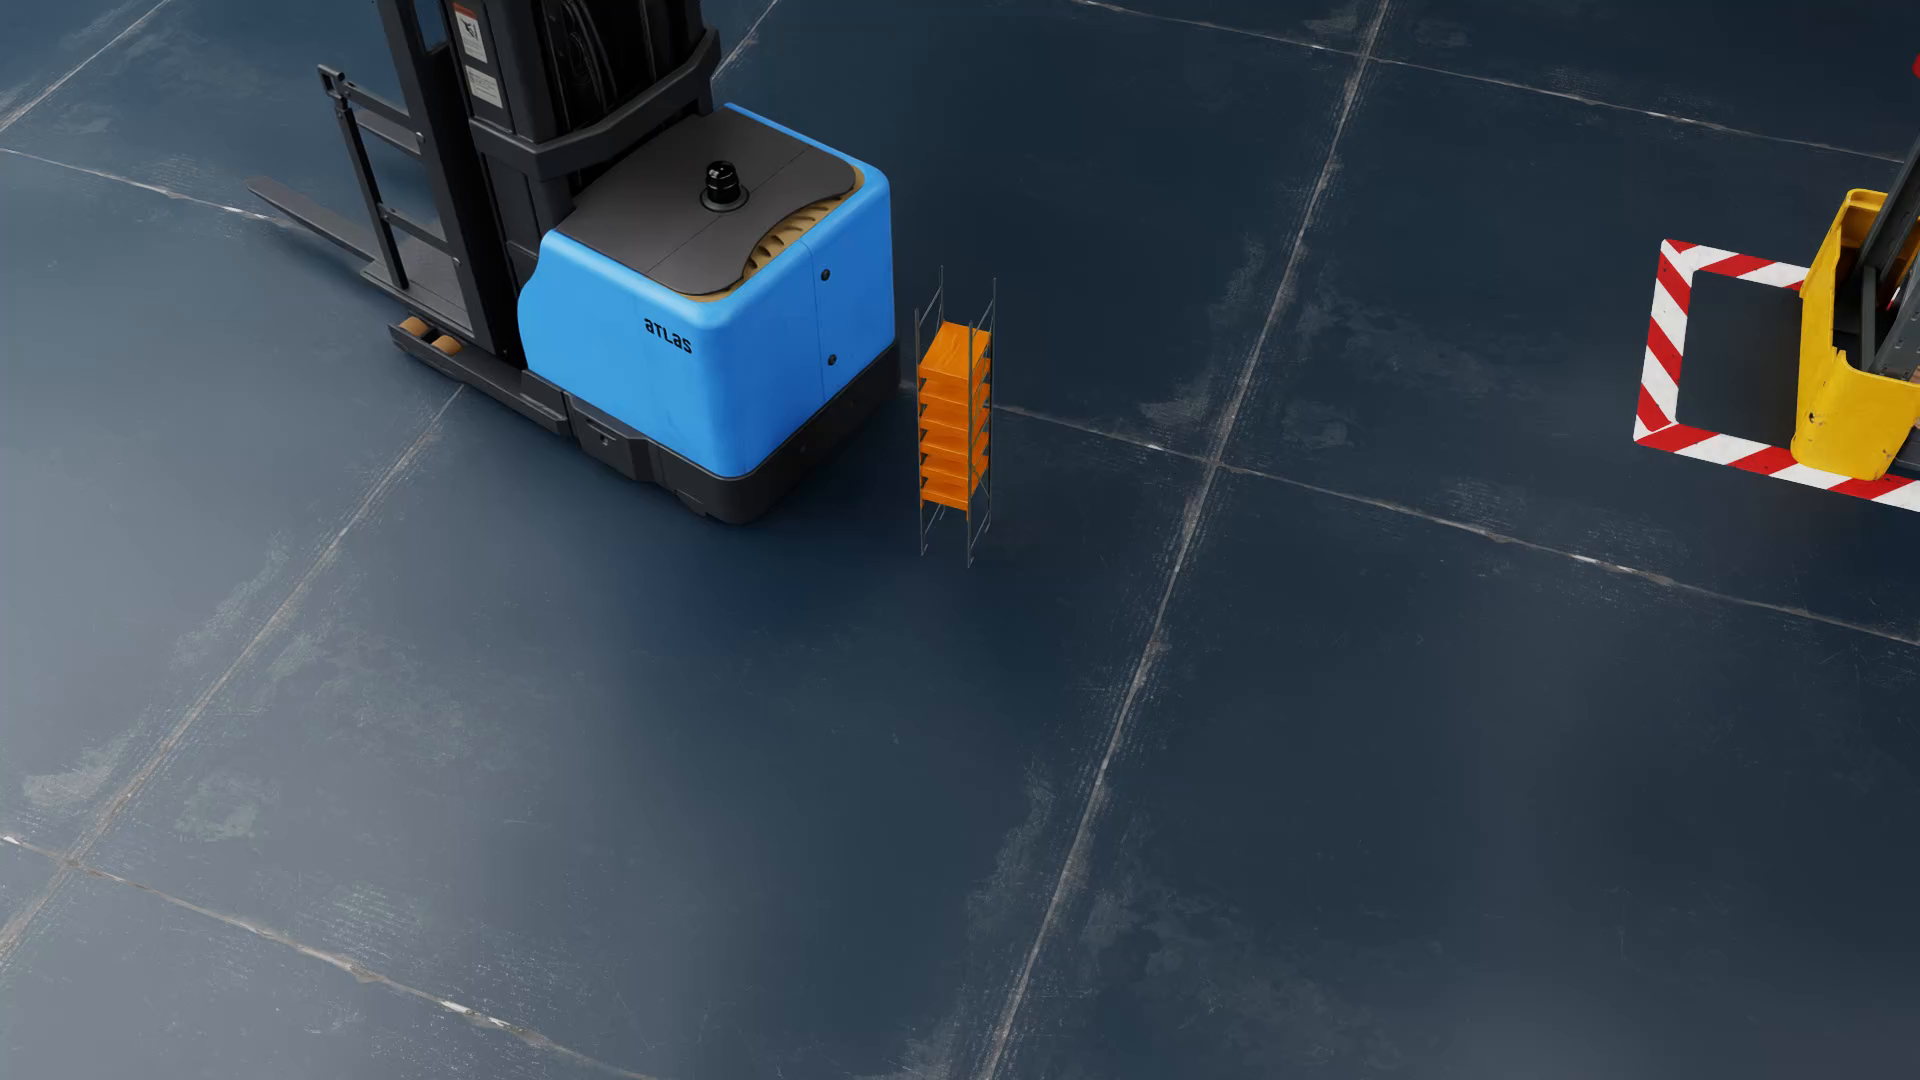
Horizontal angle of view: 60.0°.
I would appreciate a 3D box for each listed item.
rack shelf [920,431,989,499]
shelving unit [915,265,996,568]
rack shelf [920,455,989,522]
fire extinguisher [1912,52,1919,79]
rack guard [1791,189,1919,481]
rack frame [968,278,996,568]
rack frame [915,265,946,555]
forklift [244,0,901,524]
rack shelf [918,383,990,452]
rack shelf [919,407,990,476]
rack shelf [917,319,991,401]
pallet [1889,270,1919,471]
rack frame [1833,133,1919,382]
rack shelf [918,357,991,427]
[{"bbox_3d":[-0.014,-0.289,5.924,0.180,0.103,0.258,16,51,13],"label":"rack shelf"},{"bbox_3d":[-0.014,-0.397,5.800,0.189,1.200,0.258,16,51,13],"label":"shelving unit"},{"bbox_3d":[-0.014,-0.210,6.015,0.180,0.103,0.258,16,51,13],"label":"rack shelf"},{"bbox_3d":[3.688,-1.983,6.035,0.183,0.674,0.296,16,51,13],"label":"fire extinguisher"},{"bbox_3d":[3.616,-0.836,6.644,0.348,0.500,1.175,16,51,13],"label":"rack guard"},{"bbox_3d":[0.072,-0.373,5.779,0.006,1.200,0.240,16,51,13],"label":"rack frame"},{"bbox_3d":[-0.099,-0.421,5.821,0.006,1.200,0.240,16,51,13],"label":"rack frame"},{"bbox_3d":[-1.732,-1.929,5.983,3.031,2.935,1.130,28,55,22],"label":"forklift"},{"bbox_3d":[-0.014,-0.446,5.743,0.180,0.103,0.258,16,51,13],"label":"rack shelf"},{"bbox_3d":[-0.014,-0.368,5.833,0.180,0.103,0.258,16,51,13],"label":"rack shelf"},{"bbox_3d":[-0.014,-0.603,5.561,0.180,0.103,0.258,16,51,13],"label":"rack shelf"},{"bbox_3d":[4.370,-0.565,6.600,1.213,0.211,1.003,16,51,13],"label":"pallet"},{"bbox_3d":[3.638,-1.649,5.694,0.127,3.000,1.000,16,51,13],"label":"rack frame"},{"bbox_3d":[-0.014,-0.525,5.652,0.180,0.103,0.258,16,51,13],"label":"rack shelf"}]
